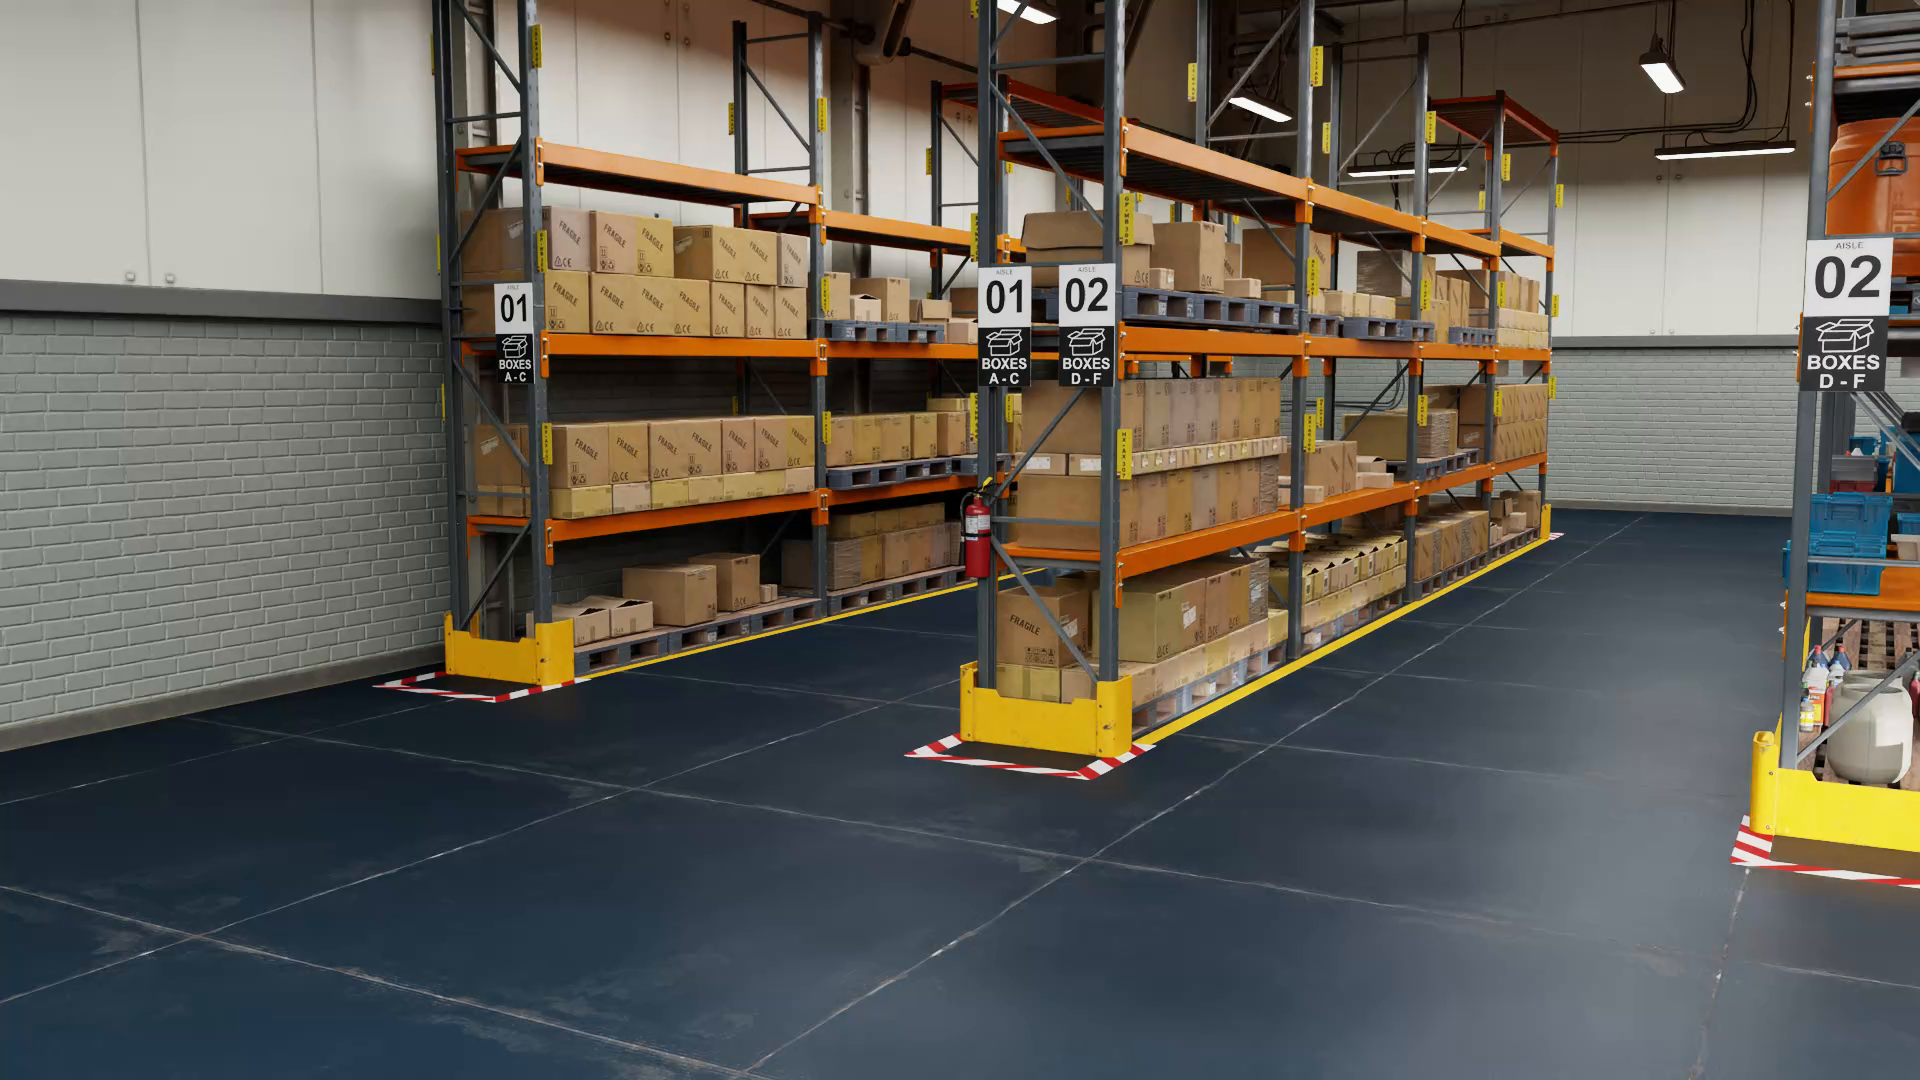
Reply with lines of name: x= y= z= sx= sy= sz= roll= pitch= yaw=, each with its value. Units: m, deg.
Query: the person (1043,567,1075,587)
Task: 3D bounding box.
person: x=1.058 y=-0.150 z=17.452 sx=0.576 sy=1.768 sz=0.620 roll=3 pitch=7 yaw=29
